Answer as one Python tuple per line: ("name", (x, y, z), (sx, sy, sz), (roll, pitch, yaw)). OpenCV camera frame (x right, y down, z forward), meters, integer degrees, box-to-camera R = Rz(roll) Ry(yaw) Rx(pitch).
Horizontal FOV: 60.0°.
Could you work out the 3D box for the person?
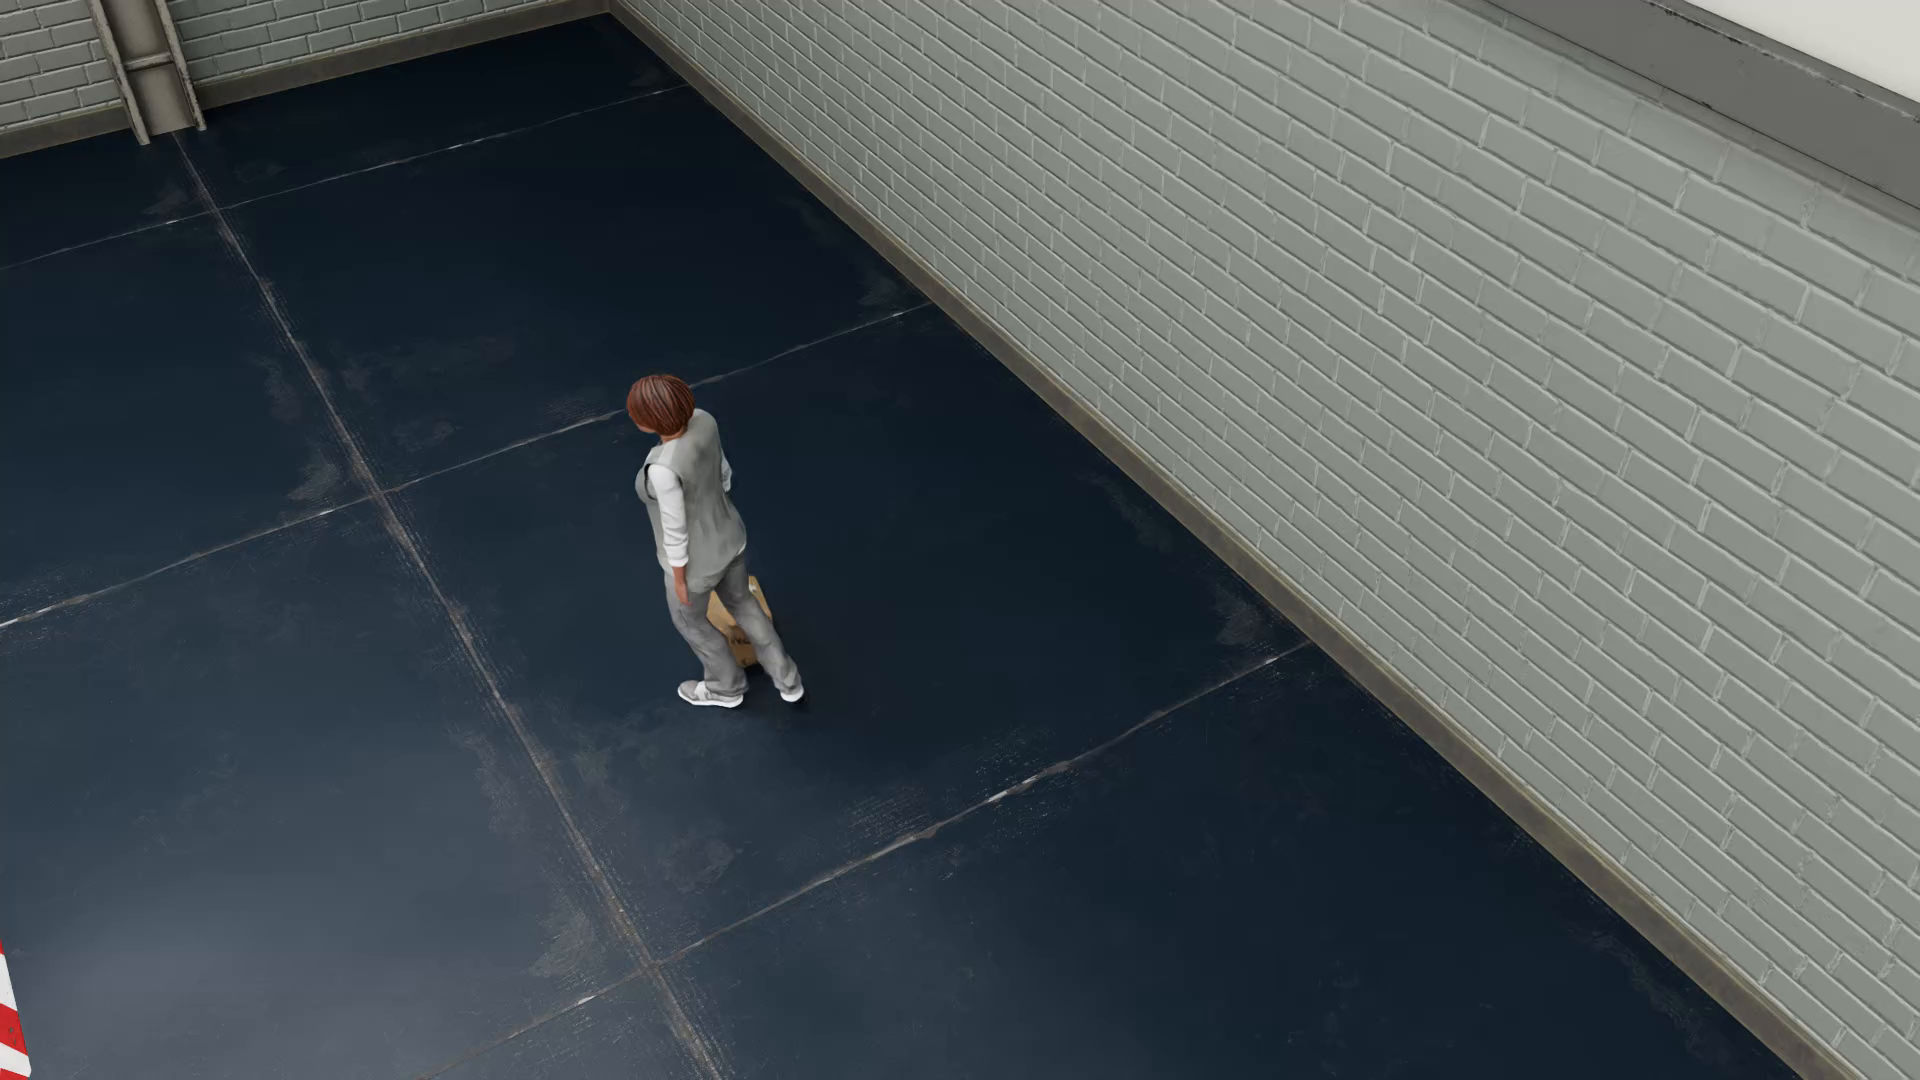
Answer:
("person", (-0.881, 0.134, 6.158), (0.488, 1.262, 0.436), (16, 44, 17))
